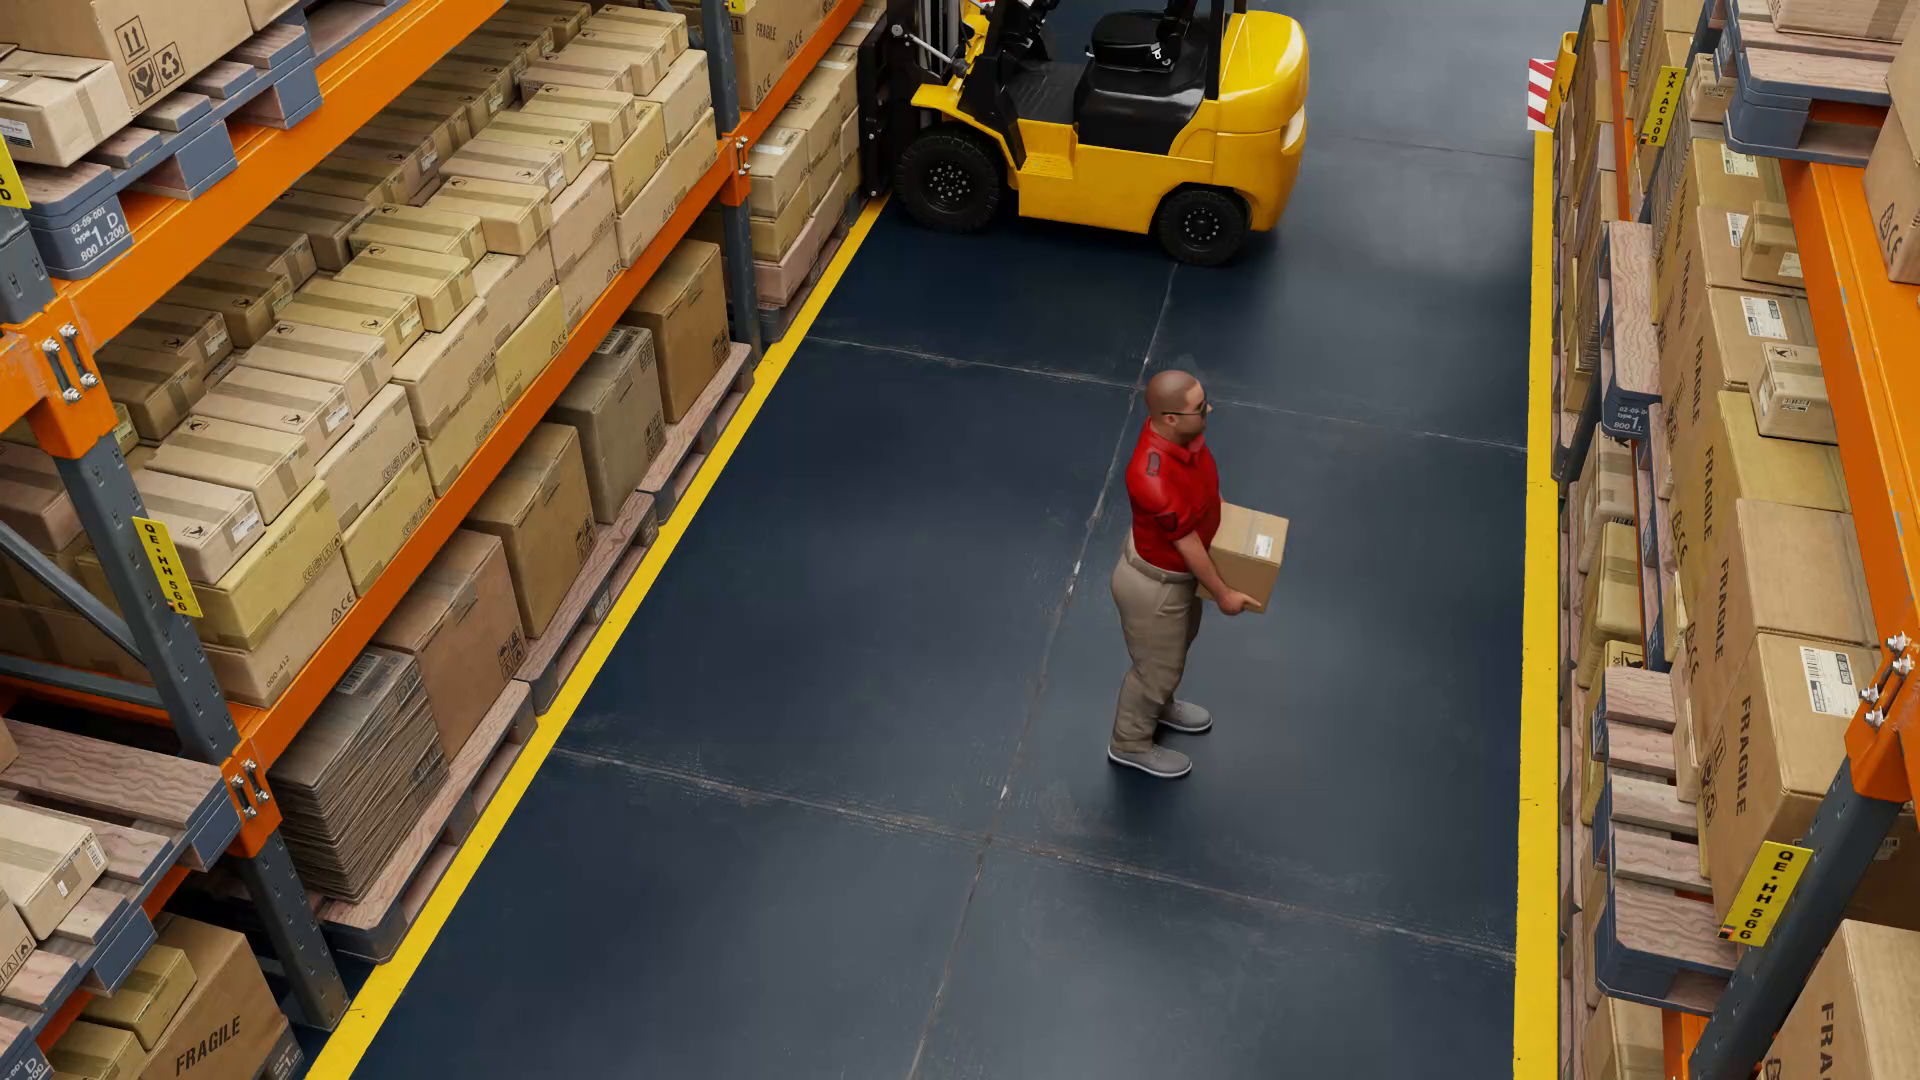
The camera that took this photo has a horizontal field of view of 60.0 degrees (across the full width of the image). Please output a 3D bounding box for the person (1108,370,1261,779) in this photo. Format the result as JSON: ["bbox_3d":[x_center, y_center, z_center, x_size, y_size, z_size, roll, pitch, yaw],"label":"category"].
[{"bbox_3d":[0.833,0.130,6.028,0.542,1.724,0.490,10,42,11],"label":"person"}]
